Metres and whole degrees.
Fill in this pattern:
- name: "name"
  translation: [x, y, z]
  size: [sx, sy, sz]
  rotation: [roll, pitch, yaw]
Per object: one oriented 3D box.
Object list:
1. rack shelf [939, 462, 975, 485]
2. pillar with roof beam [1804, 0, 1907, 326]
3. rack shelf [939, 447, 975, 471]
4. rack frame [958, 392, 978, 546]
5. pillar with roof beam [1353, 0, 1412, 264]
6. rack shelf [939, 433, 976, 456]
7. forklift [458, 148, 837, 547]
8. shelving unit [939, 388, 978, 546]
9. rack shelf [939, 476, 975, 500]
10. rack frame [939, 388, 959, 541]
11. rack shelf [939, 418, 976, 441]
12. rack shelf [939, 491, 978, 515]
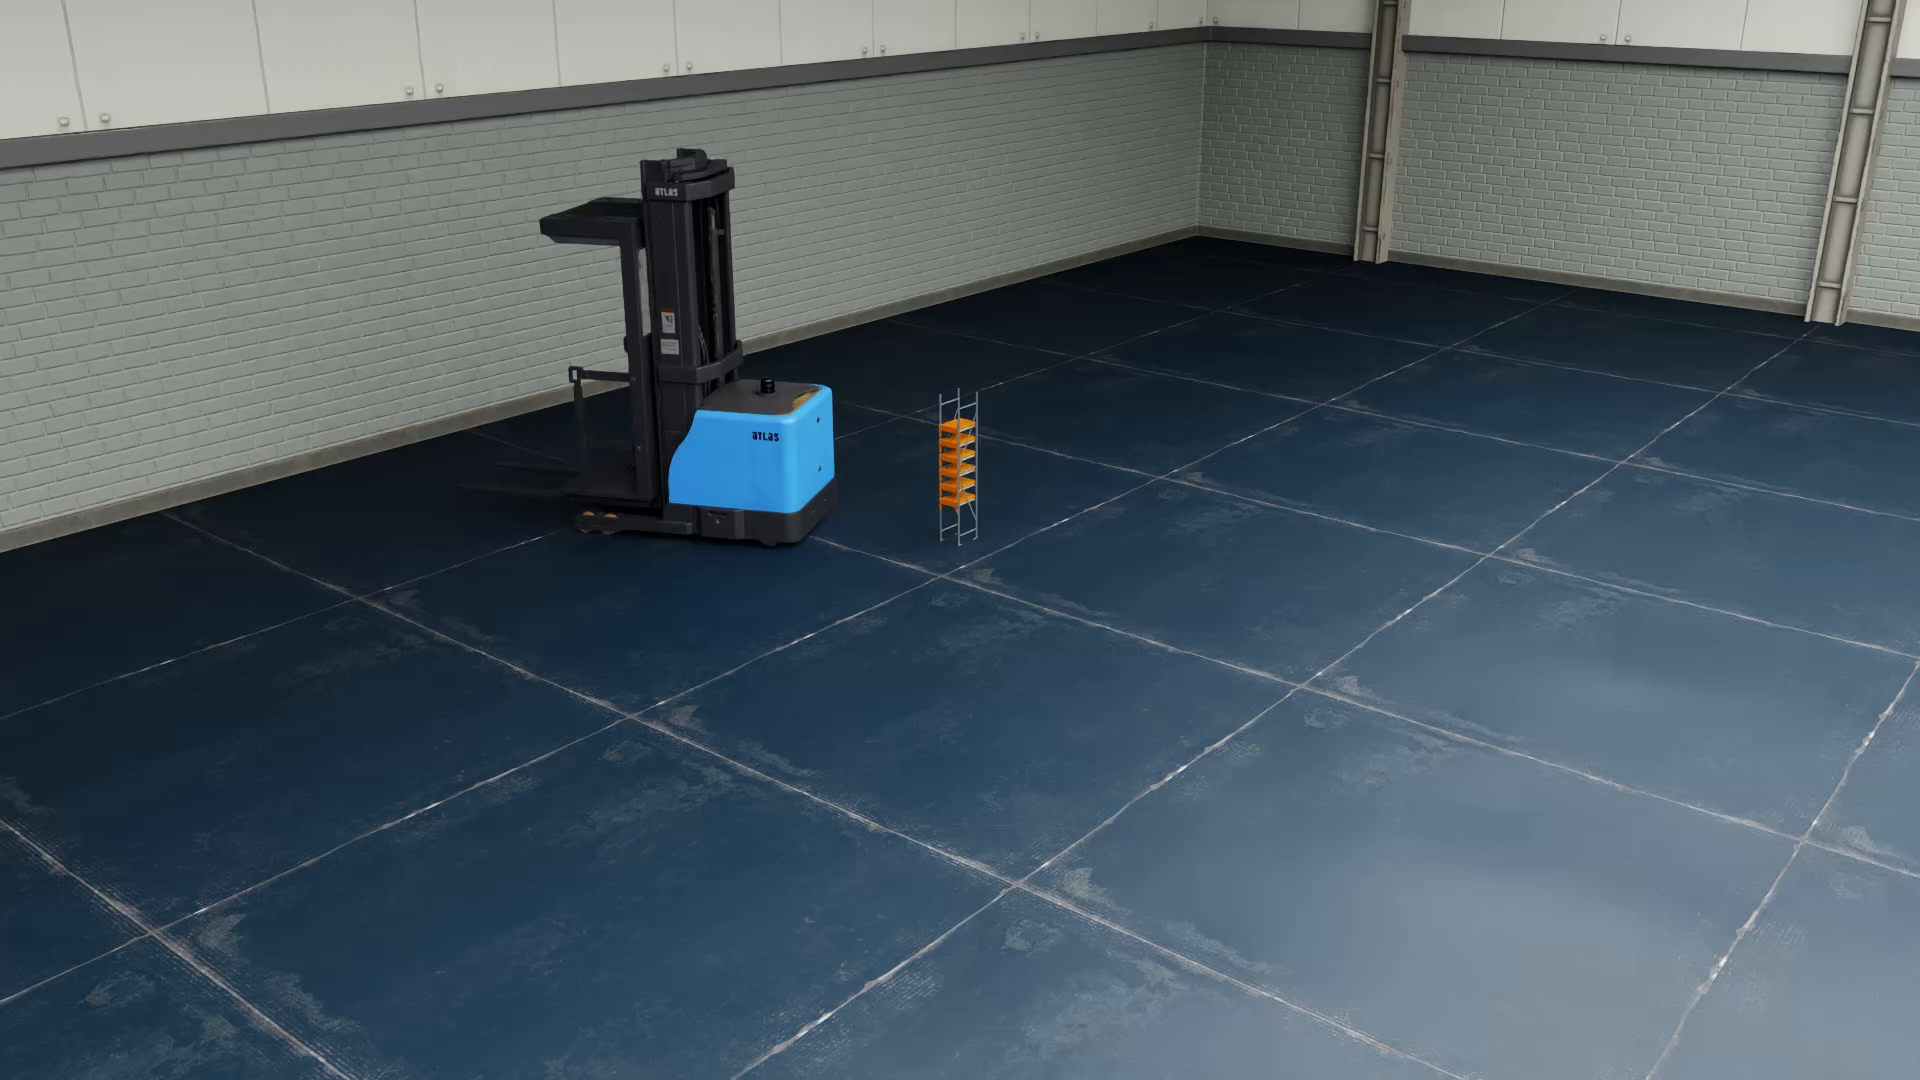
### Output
- name: "rack shelf"
  translation: [-0.011, -0.523, 12.981]
  size: [0.180, 0.103, 0.258]
  rotation: [16, 26, 36]
- name: "pillar with roof beam"
  translation: [7.798, -5.696, 15.518]
  size: [0.400, 9.000, 9.100]
  rotation: [16, 26, 36]
- name: "rack shelf"
  translation: [-0.011, -0.635, 12.938]
  size: [0.180, 0.103, 0.258]
  rotation: [16, 26, 36]
- name: "rack frame"
  translation: [0.060, -0.544, 12.911]
  size: [0.006, 1.200, 0.240]
  rotation: [16, 26, 36]
- name: "pillar with roof beam"
  translation: [3.149, -7.034, 19.068]
  size: [0.400, 9.000, 9.100]
  rotation: [16, 26, 36]
- name: "rack shelf"
  translation: [-0.011, -0.748, 12.896]
  size: [0.180, 0.103, 0.258]
  rotation: [16, 26, 36]
- name: "forklift"
  translation: [-2.594, -1.586, 13.219]
  size: [3.031, 2.935, 1.130]
  rotation: [5, 21, 13]
- name: "shelving unit"
  translation: [-0.011, -0.565, 12.965]
  size: [0.189, 1.200, 0.258]
  rotation: [16, 26, 36]
- name: "rack shelf"
  translation: [-0.011, -0.411, 13.023]
  size: [0.180, 0.103, 0.258]
  rotation: [16, 26, 36]
- name: "rack frame"
  translation: [-0.082, -0.585, 13.019]
  size: [0.006, 1.200, 0.240]
  rotation: [16, 26, 36]
- name: "rack shelf"
  translation: [-0.011, -0.860, 12.854]
  size: [0.180, 0.103, 0.258]
  rotation: [16, 26, 36]
- name: "rack shelf"
  translation: [-0.011, -0.298, 13.065]
  size: [0.180, 0.103, 0.258]
  rotation: [16, 26, 36]
